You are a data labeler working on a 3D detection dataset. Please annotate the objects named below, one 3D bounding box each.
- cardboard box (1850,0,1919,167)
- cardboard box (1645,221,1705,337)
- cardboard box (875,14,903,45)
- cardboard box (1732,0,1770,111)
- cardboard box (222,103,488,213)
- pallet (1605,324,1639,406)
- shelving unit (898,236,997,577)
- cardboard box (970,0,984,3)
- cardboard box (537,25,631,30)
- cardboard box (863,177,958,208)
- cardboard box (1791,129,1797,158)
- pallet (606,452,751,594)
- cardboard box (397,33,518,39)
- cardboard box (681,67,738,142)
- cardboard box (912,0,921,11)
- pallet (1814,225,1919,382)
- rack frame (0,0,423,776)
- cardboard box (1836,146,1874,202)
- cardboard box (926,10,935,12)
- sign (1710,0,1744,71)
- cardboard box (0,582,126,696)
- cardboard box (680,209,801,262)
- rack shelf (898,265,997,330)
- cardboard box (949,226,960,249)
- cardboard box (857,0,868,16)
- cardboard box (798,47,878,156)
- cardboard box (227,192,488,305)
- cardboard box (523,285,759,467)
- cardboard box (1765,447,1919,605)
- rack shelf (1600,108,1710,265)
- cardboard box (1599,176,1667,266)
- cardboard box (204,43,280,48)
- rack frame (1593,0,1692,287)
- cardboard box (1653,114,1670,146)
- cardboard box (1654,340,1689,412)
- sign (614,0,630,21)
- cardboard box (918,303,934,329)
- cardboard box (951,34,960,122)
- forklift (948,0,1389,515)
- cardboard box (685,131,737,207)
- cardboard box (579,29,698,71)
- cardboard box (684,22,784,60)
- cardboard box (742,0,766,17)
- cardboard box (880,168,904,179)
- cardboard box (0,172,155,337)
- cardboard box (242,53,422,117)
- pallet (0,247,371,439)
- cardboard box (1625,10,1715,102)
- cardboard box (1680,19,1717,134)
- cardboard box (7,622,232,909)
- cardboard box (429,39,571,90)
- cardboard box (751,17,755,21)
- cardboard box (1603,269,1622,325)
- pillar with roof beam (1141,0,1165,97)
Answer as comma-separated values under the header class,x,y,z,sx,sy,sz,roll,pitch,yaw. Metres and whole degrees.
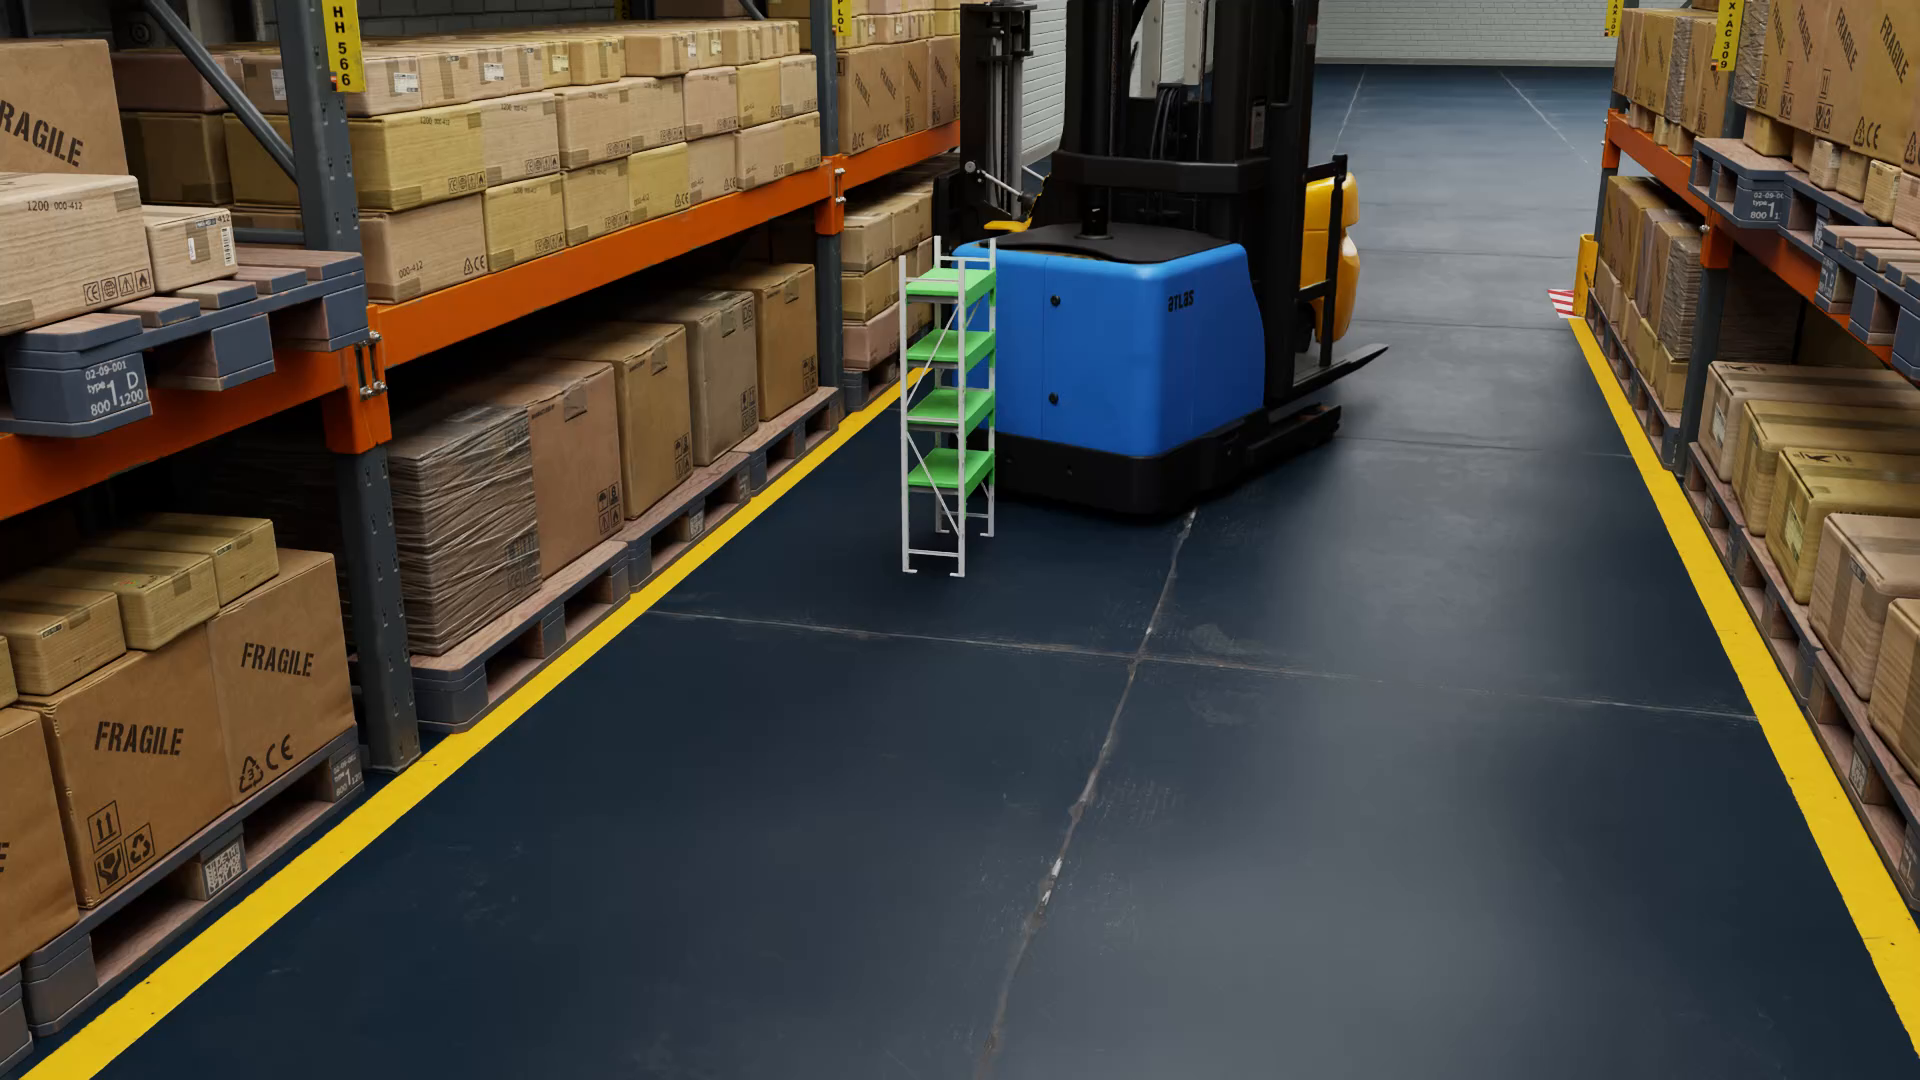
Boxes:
class,x,y,z,sx,sy,sz,roll,pitch,yaw
cardboard box,2.828,-1.290,4.559,0.500,0.500,0.500,3,19,10
cardboard box,3.733,-1.290,8.267,0.500,0.500,0.500,5,19,14
cardboard box,-0.524,-2.732,8.887,0.380,0.149,0.250,5,20,15
cardboard box,3.334,-1.934,6.444,0.500,0.500,0.500,5,20,15
cardboard box,-1.695,-1.092,4.702,0.500,0.250,0.500,5,19,13
pallet,4.152,-0.949,9.138,1.003,0.211,1.213,5,19,13
shelving unit,-0.040,-0.516,6.342,0.258,1.200,0.503,5,19,13
cardboard box,-0.061,-3.518,10.728,0.380,0.149,0.250,5,20,15
cardboard box,-1.602,-2.083,6.988,0.380,0.149,0.250,4,19,13
cardboard box,-0.284,-2.040,10.076,0.500,0.250,0.500,4,19,12
cardboard box,3.220,-1.430,5.973,0.380,0.149,0.250,6,20,17
pallet,-1.526,-0.125,6.727,1.003,0.211,1.213,5,19,13
cardboard box,-1.825,-1.763,6.051,0.380,0.149,0.250,5,20,15
cardboard box,-1.209,-1.732,6.576,0.500,0.250,0.500,5,19,14
cardboard box,-0.441,-3.123,9.572,0.380,0.149,0.250,5,19,14
pallet,2.820,-0.558,3.979,1.213,0.211,1.003,5,19,13
rack frame,-2.065,-0.808,4.413,1.000,3.000,0.127,5,19,13
cardboard box,2.903,-1.111,5.037,0.380,0.149,0.250,4,19,12
cardboard box,-0.362,-3.064,9.860,0.380,0.149,0.250,5,19,13
sign,3.198,-2.121,6.918,0.100,0.325,0.005,5,19,13
cardboard box,-2.084,0.211,3.644,0.380,0.149,0.250,4,19,12
cardboard box,-1.155,-1.602,8.795,0.500,0.250,0.500,5,20,14
rack shelf,-0.040,-0.910,6.207,0.258,0.148,0.480,5,19,13
cardboard box,-0.291,-1.796,10.137,0.500,0.250,0.500,5,19,13
cardboard box,-0.692,-2.803,8.636,0.380,0.149,0.250,4,19,12
cardboard box,-0.726,-2.228,8.415,0.500,0.500,0.500,4,19,12
cardboard box,-1.720,-0.857,4.788,0.500,0.250,0.500,5,19,14
cardboard box,-1.401,-0.730,7.208,0.875,0.625,0.625,4,19,13
cardboard box,3.260,-0.018,5.516,0.950,0.372,0.625,5,20,15
rack shelf,4.215,-1.958,8.891,1.077,0.370,4.000,5,19,13
cardboard box,4.233,-1.939,10.167,0.500,0.500,0.500,4,19,12
cardboard box,-2.104,-1.448,5.127,0.380,0.149,0.250,5,19,13
rack frame,4.704,-2.925,10.610,1.000,3.000,0.127,5,19,13
cardboard box,3.874,-2.157,8.751,0.380,0.149,0.250,5,19,14
cardboard box,3.610,-0.775,7.921,0.500,0.250,0.500,6,20,16
sign,-1.626,-2.553,8.058,0.100,0.325,0.005,5,19,13
cardboard box,-0.429,-1.408,9.773,0.500,0.250,0.500,5,19,14
cardboard box,-0.237,-2.866,10.282,0.500,0.500,0.500,4,19,12
forklift,1.207,-1.907,7.736,1.130,2.935,3.031,13,23,33
cardboard box,-1.226,-1.501,6.674,0.500,0.250,0.500,5,19,14
cardboard box,-1.239,-1.889,6.419,0.380,0.149,0.250,5,19,14
cardboard box,-1.001,-2.209,7.357,0.380,0.149,0.250,4,19,13
cardboard box,-1.201,-2.756,8.498,0.380,0.149,0.250,4,19,12
cardboard box,-0.663,-2.238,10.656,0.500,0.250,0.500,5,19,13
cardboard box,-2.009,-0.580,3.327,0.500,0.250,0.500,4,19,11
cardboard box,-1.702,-1.239,4.517,0.380,0.149,0.250,5,20,15
pallet,-2.163,-0.500,3.806,1.213,0.211,1.003,5,19,13
cardboard box,4.196,-2.824,9.699,0.500,0.500,0.500,5,20,15
cardboard box,3.713,-2.180,7.815,0.500,0.500,0.500,5,20,15
cardboard box,-2.092,0.481,3.855,0.500,0.500,0.500,4,19,13
cardboard box,-1.516,-1.570,5.484,0.380,0.149,0.250,5,19,14
cardboard box,-1.231,-2.619,8.555,0.380,0.149,0.250,4,19,12
cardboard box,4.106,-1.432,9.844,0.500,0.250,0.500,5,20,15
pillar with roof beam,7.418,-11.309,25.877,9.100,9.000,0.400,5,19,13
